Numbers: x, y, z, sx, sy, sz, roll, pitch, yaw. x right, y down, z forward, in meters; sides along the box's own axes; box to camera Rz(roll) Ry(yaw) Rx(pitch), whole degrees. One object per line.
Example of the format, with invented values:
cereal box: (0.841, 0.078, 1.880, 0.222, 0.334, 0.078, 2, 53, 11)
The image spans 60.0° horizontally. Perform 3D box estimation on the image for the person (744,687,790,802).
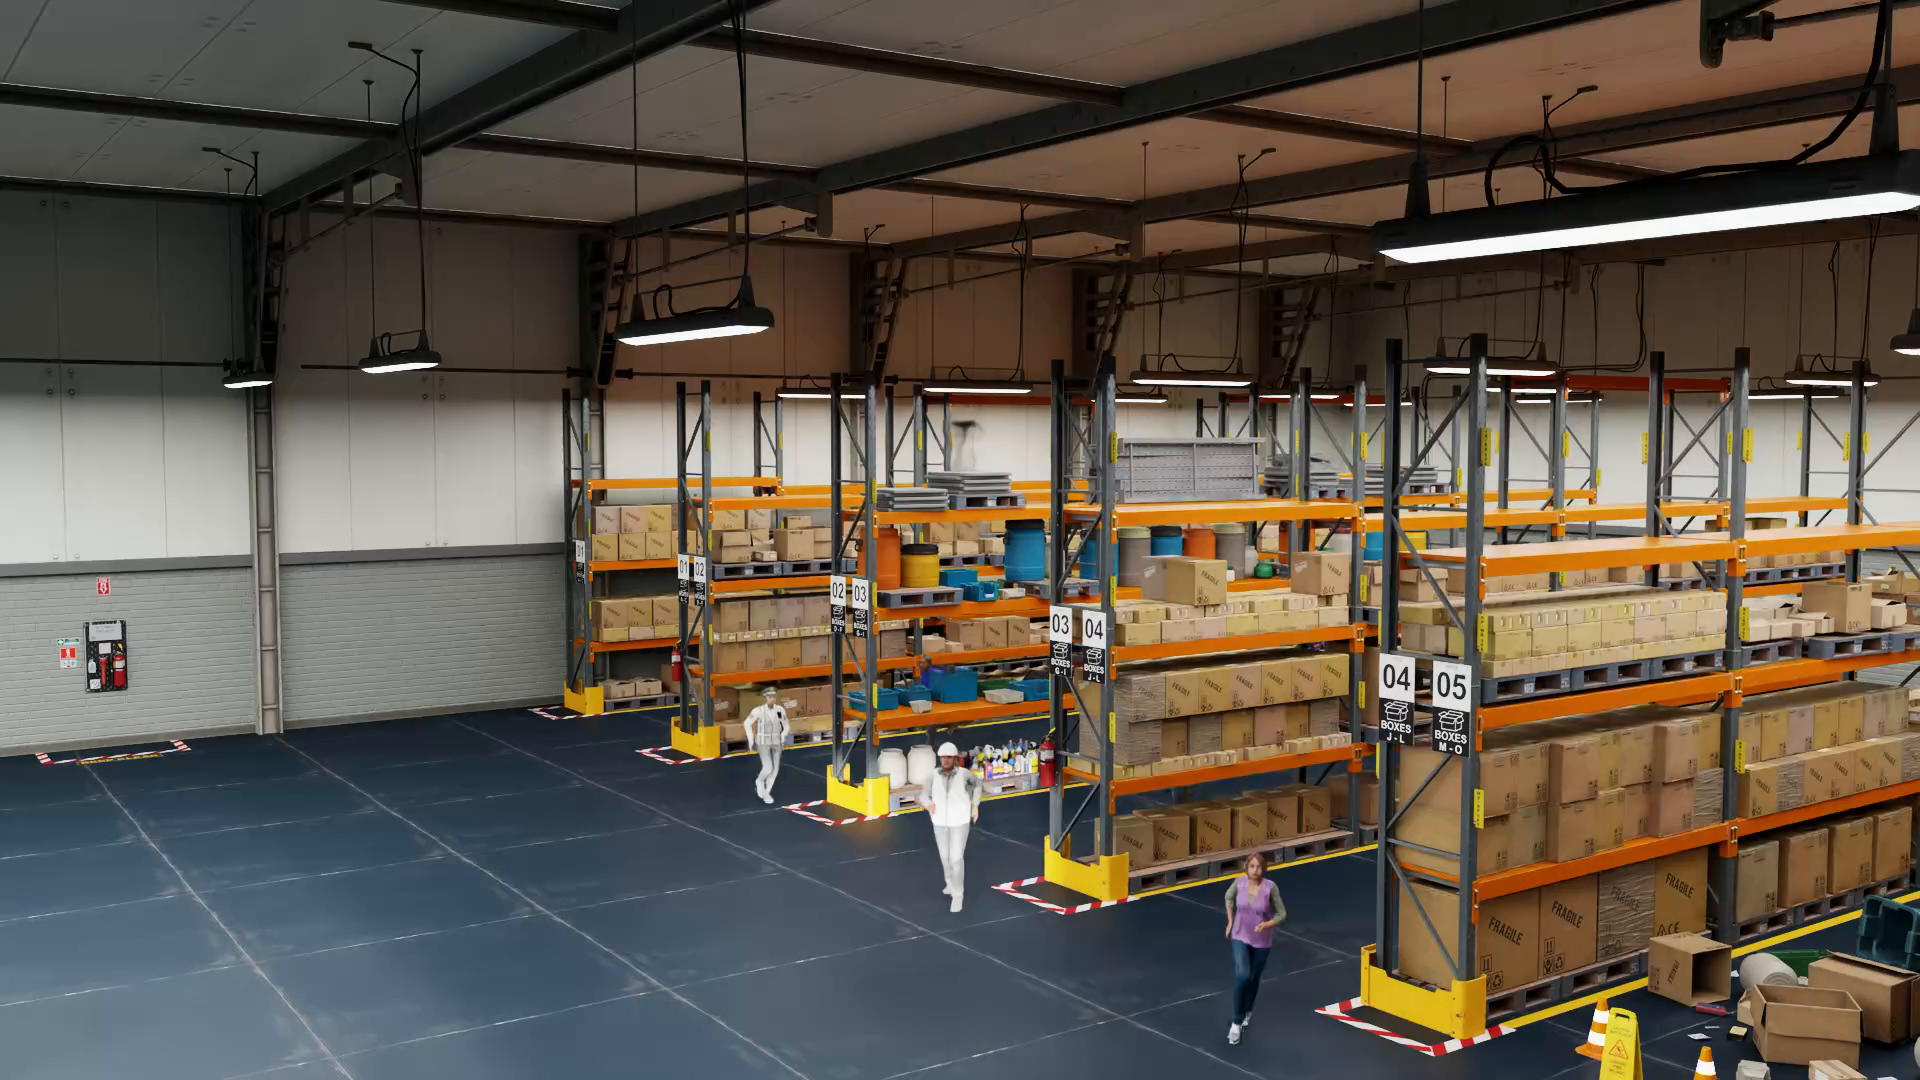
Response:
person: (-2.648, 2.852, 23.139, 0.598, 1.649, 0.637, -2, 4, -26)

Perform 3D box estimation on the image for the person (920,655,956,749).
person: (-0.342, 2.651, 27.250, 0.575, 1.609, 0.846, 3, 5, 39)

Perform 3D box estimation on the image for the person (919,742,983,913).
person: (-0.111, 3.118, 18.198, 0.646, 1.834, 0.820, 1, 4, 15)

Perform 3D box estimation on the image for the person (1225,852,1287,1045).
person: (2.520, 3.443, 14.210, 0.525, 1.586, 0.666, 1, 4, 11)

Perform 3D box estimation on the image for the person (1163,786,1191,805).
person: (2.942, 2.886, 22.141, 0.631, 1.734, 0.690, -3, 4, -35)
